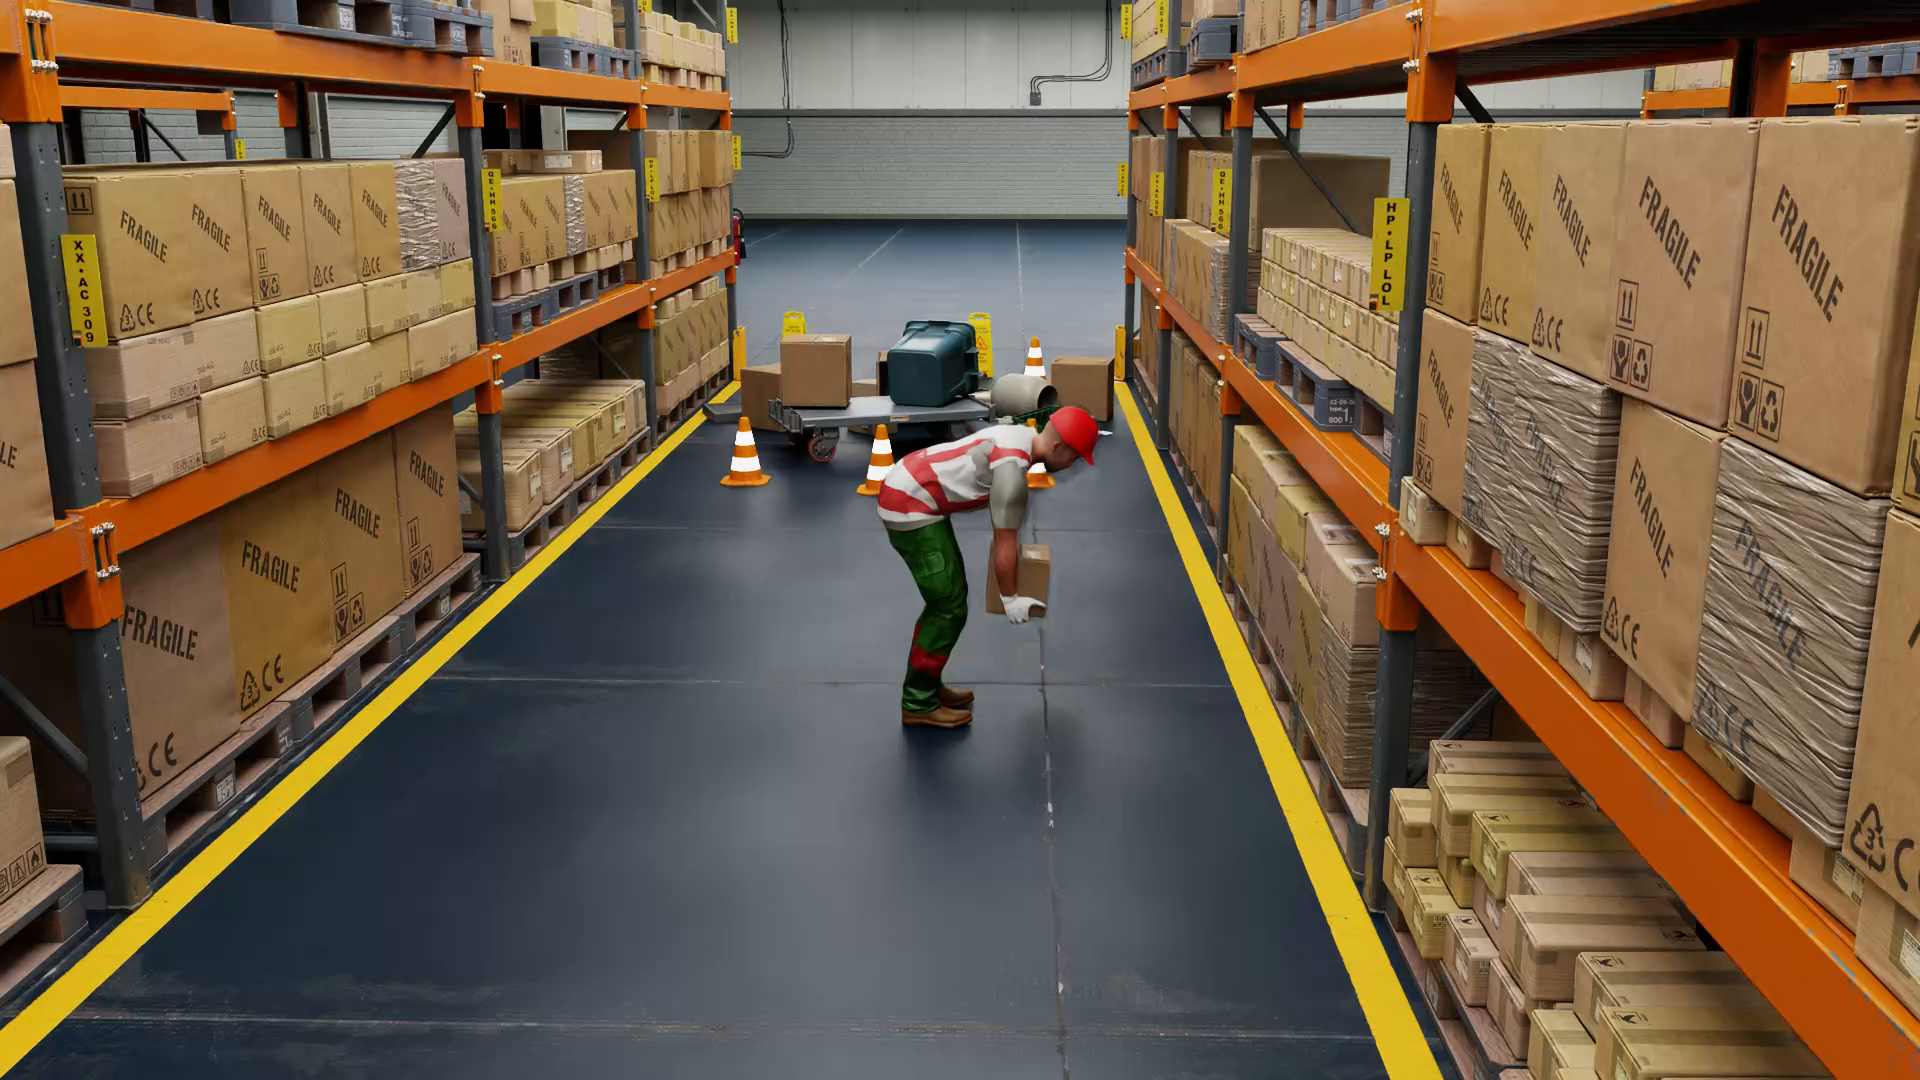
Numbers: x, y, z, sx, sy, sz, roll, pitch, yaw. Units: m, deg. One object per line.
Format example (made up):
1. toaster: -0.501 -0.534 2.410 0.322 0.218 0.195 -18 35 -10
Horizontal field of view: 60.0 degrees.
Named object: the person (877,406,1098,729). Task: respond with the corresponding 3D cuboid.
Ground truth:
1. person: 0.112 0.099 6.987 0.914 1.335 0.487 0 14 0
